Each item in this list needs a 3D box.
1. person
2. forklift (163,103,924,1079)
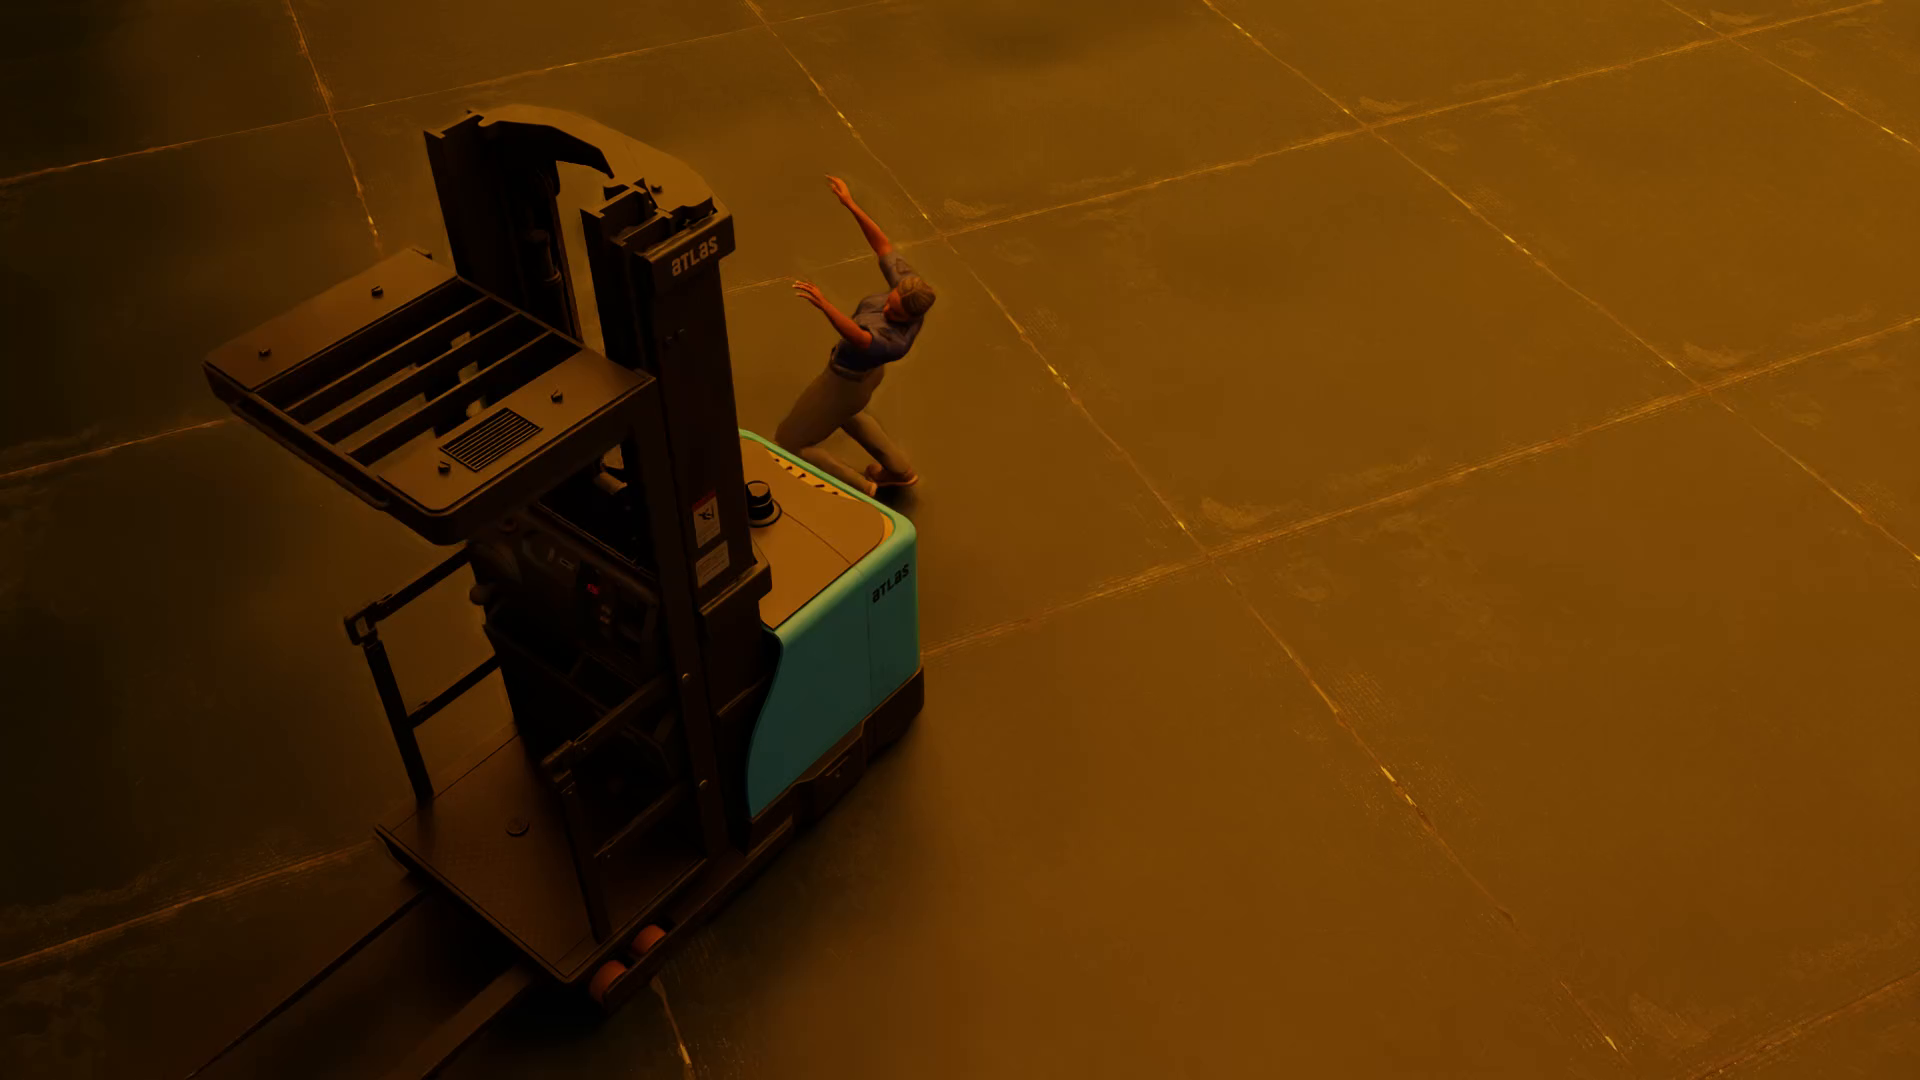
[{"bbox_3d":[-0.460,-0.715,7.466,0.707,1.563,0.884,13,45,13],"label":"person"},{"bbox_3d":[-1.466,0.226,5.438,1.130,2.935,3.031,29,50,27],"label":"forklift"}]
